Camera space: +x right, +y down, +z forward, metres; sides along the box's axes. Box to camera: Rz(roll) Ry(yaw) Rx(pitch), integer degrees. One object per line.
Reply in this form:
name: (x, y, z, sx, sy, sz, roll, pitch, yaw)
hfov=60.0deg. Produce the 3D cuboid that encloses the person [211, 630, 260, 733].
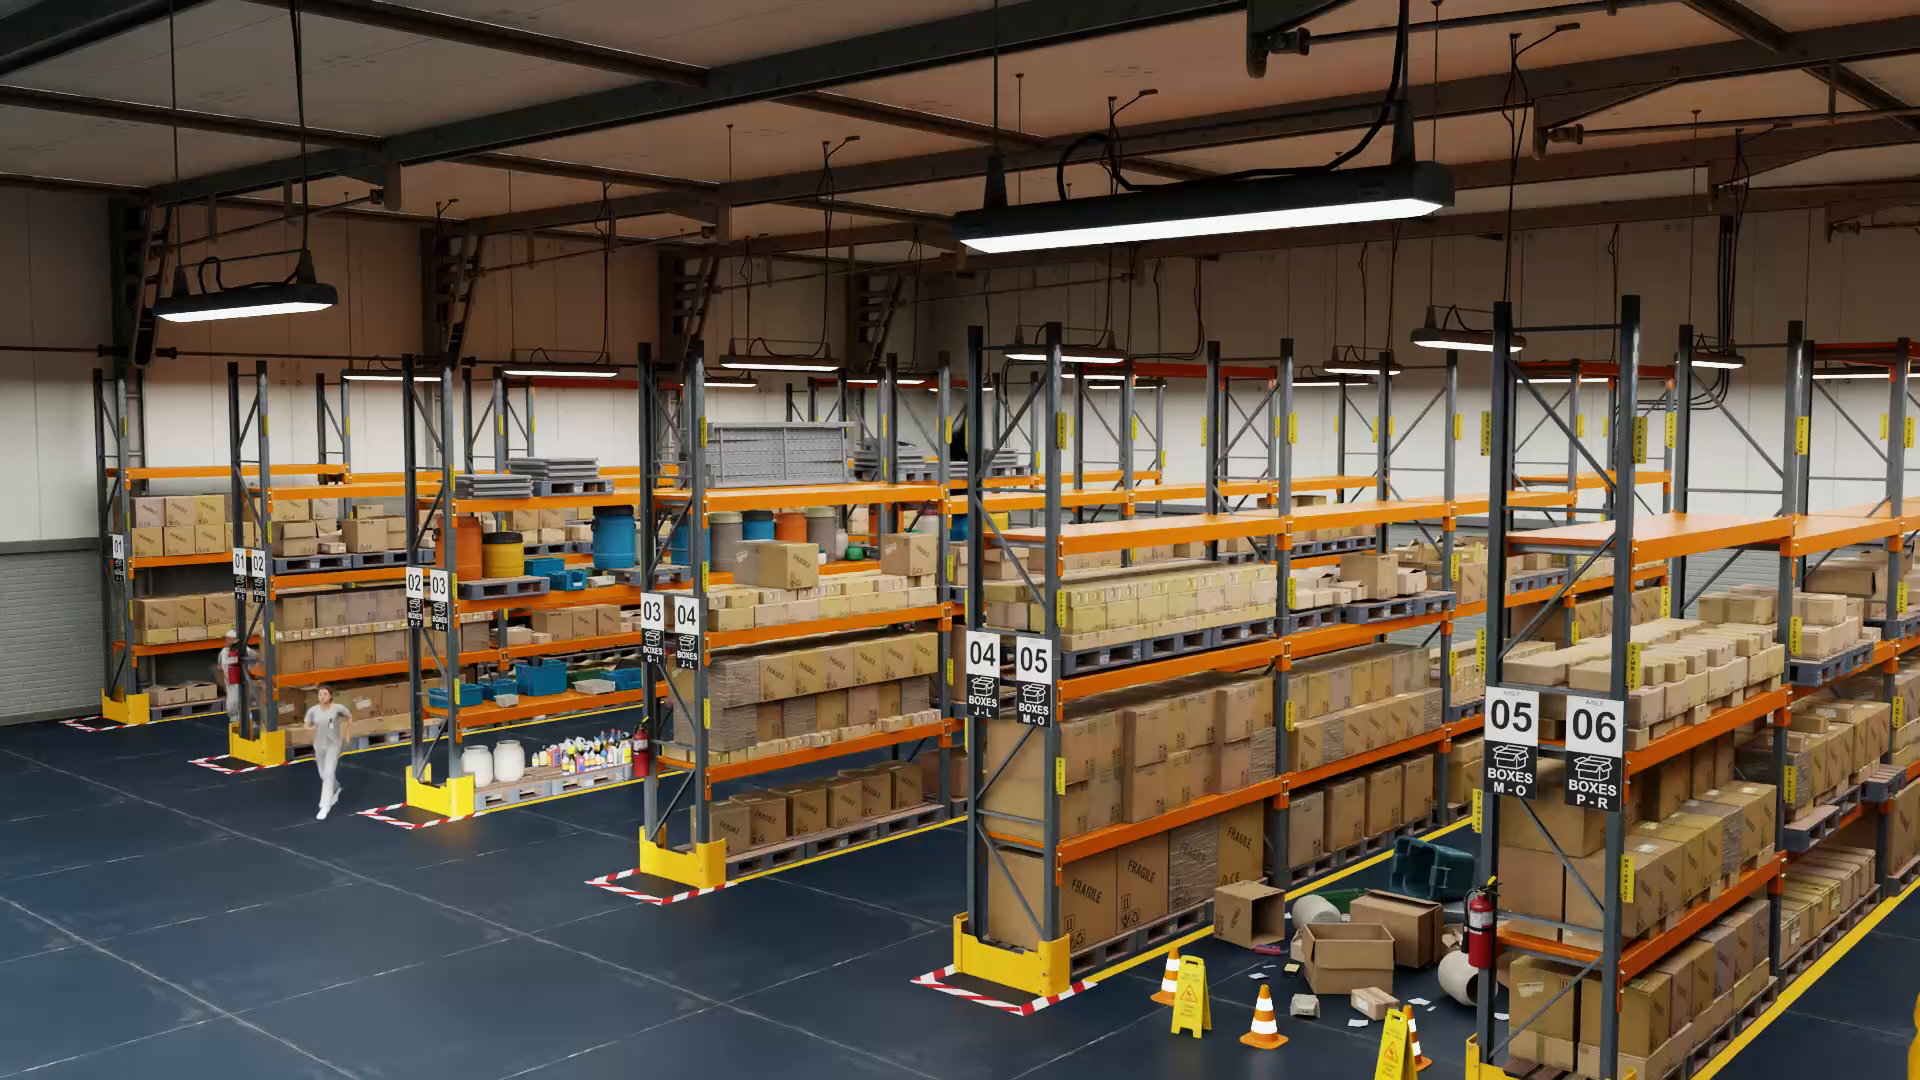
person: (-11.550, 2.332, 26.566, 0.671, 1.804, 0.811, 2, 5, 21)

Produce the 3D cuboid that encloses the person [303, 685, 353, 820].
person: (-8.233, 2.709, 21.660, 0.552, 1.678, 0.948, 0, 4, -2)

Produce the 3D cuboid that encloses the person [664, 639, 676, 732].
person: (-4.717, 2.340, 27.367, 0.567, 1.641, 0.563, 3, 5, 33)
